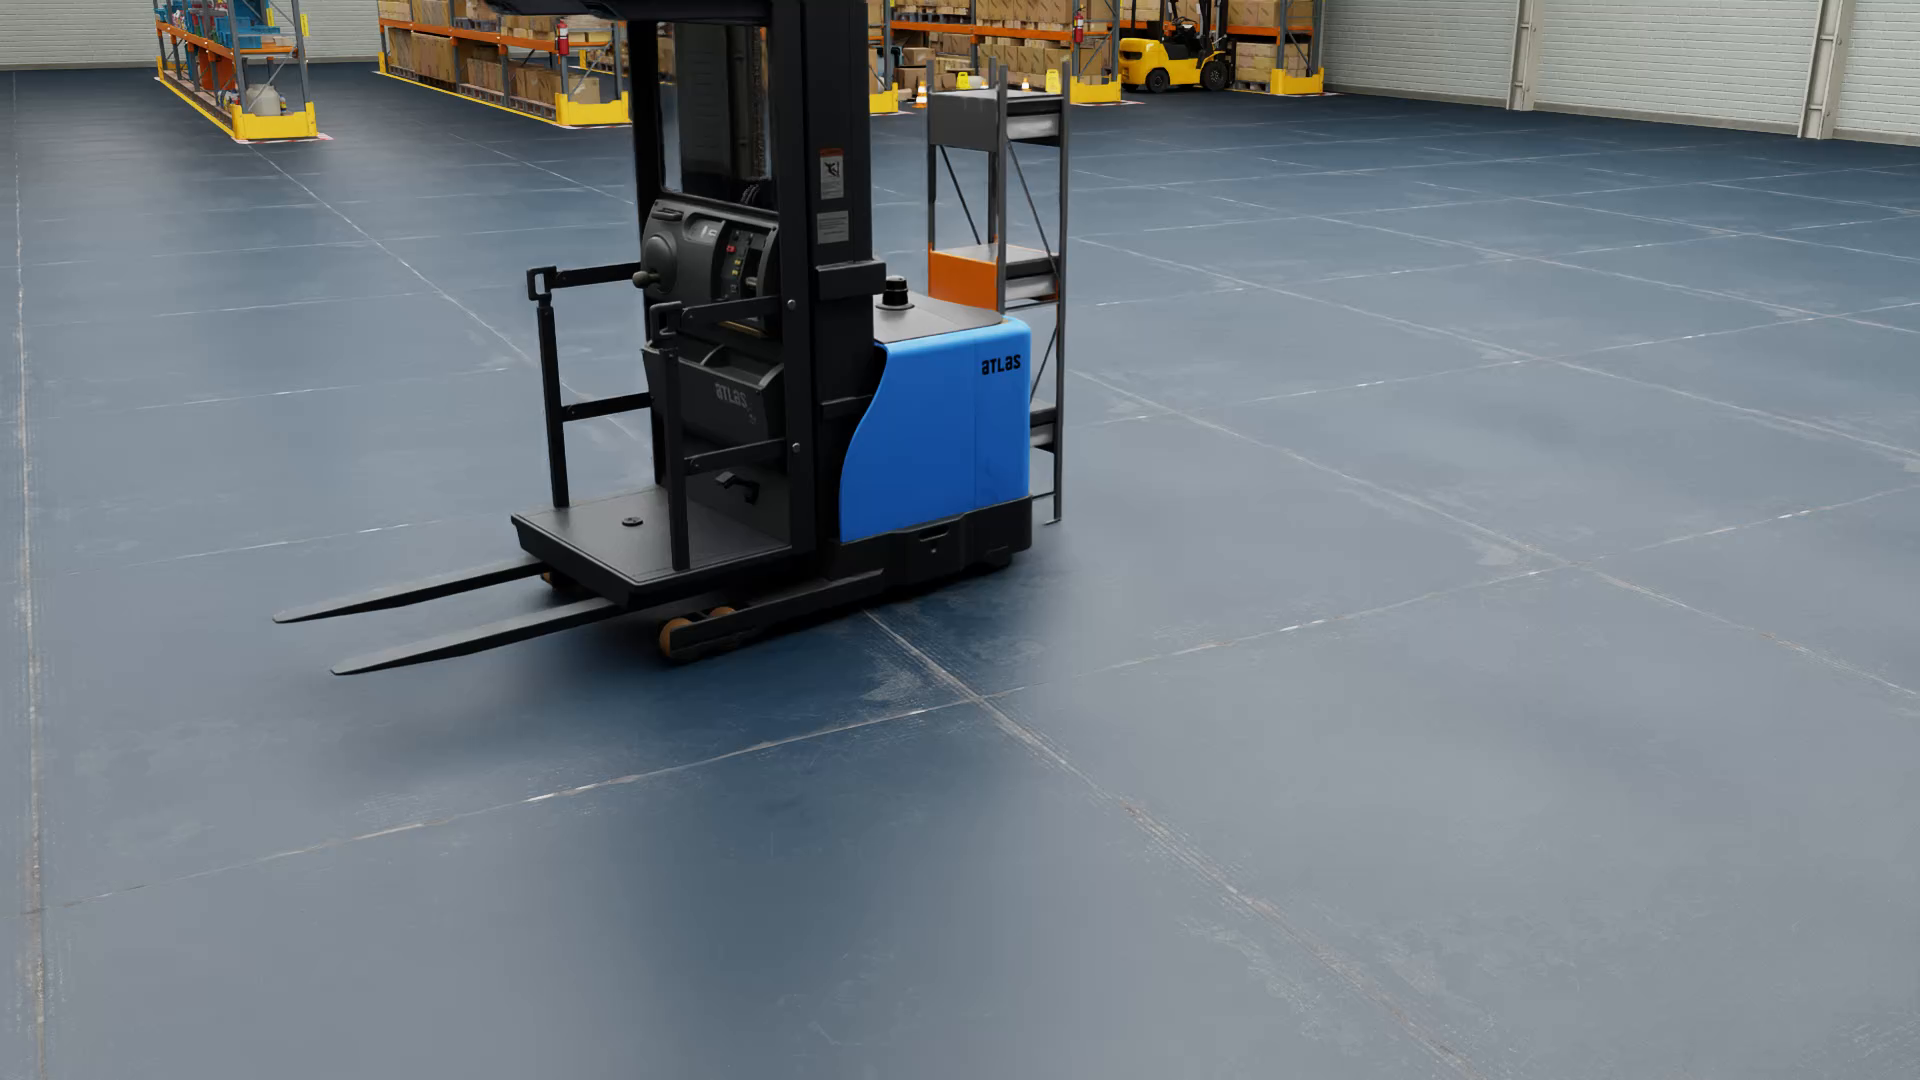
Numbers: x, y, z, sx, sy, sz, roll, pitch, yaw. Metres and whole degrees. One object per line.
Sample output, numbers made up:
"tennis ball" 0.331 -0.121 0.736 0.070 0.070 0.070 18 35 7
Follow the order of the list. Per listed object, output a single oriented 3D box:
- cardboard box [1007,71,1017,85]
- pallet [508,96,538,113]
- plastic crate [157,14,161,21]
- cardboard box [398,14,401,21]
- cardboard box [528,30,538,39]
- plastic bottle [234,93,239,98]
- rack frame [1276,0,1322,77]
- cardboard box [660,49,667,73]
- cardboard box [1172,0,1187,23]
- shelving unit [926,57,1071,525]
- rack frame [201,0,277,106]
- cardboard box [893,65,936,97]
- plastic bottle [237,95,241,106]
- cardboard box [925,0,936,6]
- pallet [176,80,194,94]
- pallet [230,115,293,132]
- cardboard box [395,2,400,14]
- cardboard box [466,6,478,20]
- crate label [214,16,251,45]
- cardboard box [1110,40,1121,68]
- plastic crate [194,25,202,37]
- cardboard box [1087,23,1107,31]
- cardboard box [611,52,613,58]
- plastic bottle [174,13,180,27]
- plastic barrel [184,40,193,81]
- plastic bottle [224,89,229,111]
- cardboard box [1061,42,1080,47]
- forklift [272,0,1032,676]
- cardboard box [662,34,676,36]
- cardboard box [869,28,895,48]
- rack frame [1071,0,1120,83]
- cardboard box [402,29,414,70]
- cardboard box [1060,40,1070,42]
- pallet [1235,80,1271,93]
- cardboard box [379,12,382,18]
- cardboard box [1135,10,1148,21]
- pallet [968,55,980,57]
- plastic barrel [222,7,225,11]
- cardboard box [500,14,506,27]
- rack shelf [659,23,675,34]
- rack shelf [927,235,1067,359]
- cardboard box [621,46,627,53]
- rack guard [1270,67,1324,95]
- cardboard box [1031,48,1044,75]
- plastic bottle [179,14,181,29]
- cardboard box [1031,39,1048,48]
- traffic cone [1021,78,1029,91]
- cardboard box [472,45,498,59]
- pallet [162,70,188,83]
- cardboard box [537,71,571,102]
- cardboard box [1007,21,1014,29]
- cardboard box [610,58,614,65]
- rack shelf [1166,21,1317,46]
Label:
"cardboard box" 1.263 -9.463 34.029 0.500 0.250 0.500 -10 22 -27
"pallet" -7.668 -8.039 30.604 1.003 0.211 1.213 -10 21 -27
"plastic crate" -17.847 -11.704 37.264 0.250 0.136 0.298 -10 21 -27
"cardboard box" -12.739 -12.054 38.351 0.380 0.149 0.250 -10 21 -26
"cardboard box" -7.241 -8.741 28.751 0.380 0.149 0.250 -10 21 -27
"plastic bottle" -11.949 -7.255 27.560 0.152 0.276 0.135 -10 21 -27
"rack frame" 6.969 -10.701 34.044 1.000 3.000 0.127 -10 21 -27
"cardboard box" -6.556 -10.896 37.798 0.500 0.500 0.500 -11 22 -29
"cardboard box" 5.051 -11.729 36.869 0.500 0.500 0.500 -11 22 -28
"shelving unit" 0.165 -1.103 7.609 0.431 2.100 0.503 -15 24 -37
"rack frame" -12.377 -8.777 28.469 1.000 3.000 0.127 -10 21 -27
"cardboard box" -0.911 -9.194 33.297 0.797 0.637 0.503 -10 21 -27
"plastic bottle" -11.738 -7.105 27.114 0.061 0.283 0.133 -10 21 -27
"cardboard box" -0.444 -12.004 36.568 0.500 0.500 0.500 -11 22 -29
"pallet" -15.846 -9.527 34.918 1.003 0.211 1.213 -10 21 -27
"pallet" -10.936 -6.559 26.316 1.003 0.211 1.213 -10 21 -27
"cardboard box" -12.748 -12.291 38.427 0.500 0.250 0.500 -10 21 -26
"cardboard box" -9.324 -10.303 32.478 0.500 0.250 0.500 -11 22 -28
"crate label" -11.590 -8.132 26.545 0.502 0.435 0.616 -10 21 -27
"cardboard box" 4.091 -11.513 39.393 0.875 0.625 0.625 -11 22 -29
"plastic crate" -13.453 -9.133 29.825 0.450 0.188 0.662 -10 21 -27
"cardboard box" 2.623 -9.942 32.229 0.380 0.149 0.250 -10 21 -26
"cardboard box" -8.396 -12.000 41.080 0.380 0.149 0.250 -11 22 -29
"plastic bottle" -16.118 -10.718 34.284 0.152 0.276 0.135 -10 21 -27
"plastic barrel" -15.933 -10.121 34.938 0.600 0.901 0.708 -10 21 -27
"plastic bottle" -12.068 -7.261 27.461 0.144 0.351 0.185 -10 21 -27
"cardboard box" 2.780 -12.102 41.294 0.500 0.500 0.500 -9 21 -25
"forklift" -1.147 -1.115 6.370 3.031 2.935 1.130 -15 24 -37
"cardboard box" -6.828 -11.777 39.201 0.500 0.250 0.500 -11 22 -28
"cardboard box" -1.871 -11.889 40.102 0.875 0.875 0.875 -10 21 -26
"rack frame" 2.602 -9.931 31.813 1.000 3.000 0.127 -10 21 -27
"cardboard box" -12.488 -11.495 38.959 0.875 0.875 0.875 -10 21 -27
"cardboard box" 2.713 -12.423 41.230 0.380 0.149 0.250 -11 22 -29
"pallet" 6.569 -9.596 35.116 1.003 0.211 1.213 -10 21 -27
"cardboard box" -13.839 -12.717 40.273 0.380 0.149 0.250 -10 21 -26
"cardboard box" 4.356 -12.026 38.114 0.500 0.250 0.500 -10 21 -27
"pallet" 0.945 -13.025 45.054 1.003 0.211 1.213 -10 21 -27
"plastic barrel" -13.400 -9.595 30.668 0.421 0.512 0.421 0 19 0
"cardboard box" -7.859 -9.593 30.225 0.875 0.500 0.500 -10 21 -27
"rack shelf" -6.454 -11.666 37.943 1.077 0.370 4.000 -10 21 -27
"rack shelf" 0.165 -1.090 7.613 0.431 0.518 0.480 -15 24 -37
"cardboard box" -7.958 -11.841 40.163 0.380 0.149 0.250 -10 21 -26
"rack guard" 6.980 -9.512 34.432 1.175 0.500 0.348 -10 21 -27
"cardboard box" 1.742 -9.523 33.053 0.500 0.500 0.500 -9 21 -25
"plastic bottle" -15.538 -10.340 33.176 0.061 0.283 0.133 -10 21 -27
"cardboard box" 1.643 -9.848 33.000 0.380 0.149 0.250 -10 21 -26
"traffic cone" 1.263 -8.655 32.005 0.336 0.463 0.334 -10 21 -27
"cardboard box" -9.573 -9.886 33.690 0.500 0.250 0.500 -9 21 -24
"pallet" -17.718 -10.661 38.203 1.003 0.211 1.213 -10 21 -27
"cardboard box" -7.221 -8.111 29.726 0.500 0.500 0.500 -12 22 -31
"cardboard box" 1.169 -10.452 33.707 0.380 0.149 0.250 -10 21 -26
"cardboard box" -8.382 -11.788 40.921 0.380 0.149 0.250 -10 21 -27
"rack shelf" 6.019 -10.935 35.825 1.077 0.370 4.000 -10 21 -27
